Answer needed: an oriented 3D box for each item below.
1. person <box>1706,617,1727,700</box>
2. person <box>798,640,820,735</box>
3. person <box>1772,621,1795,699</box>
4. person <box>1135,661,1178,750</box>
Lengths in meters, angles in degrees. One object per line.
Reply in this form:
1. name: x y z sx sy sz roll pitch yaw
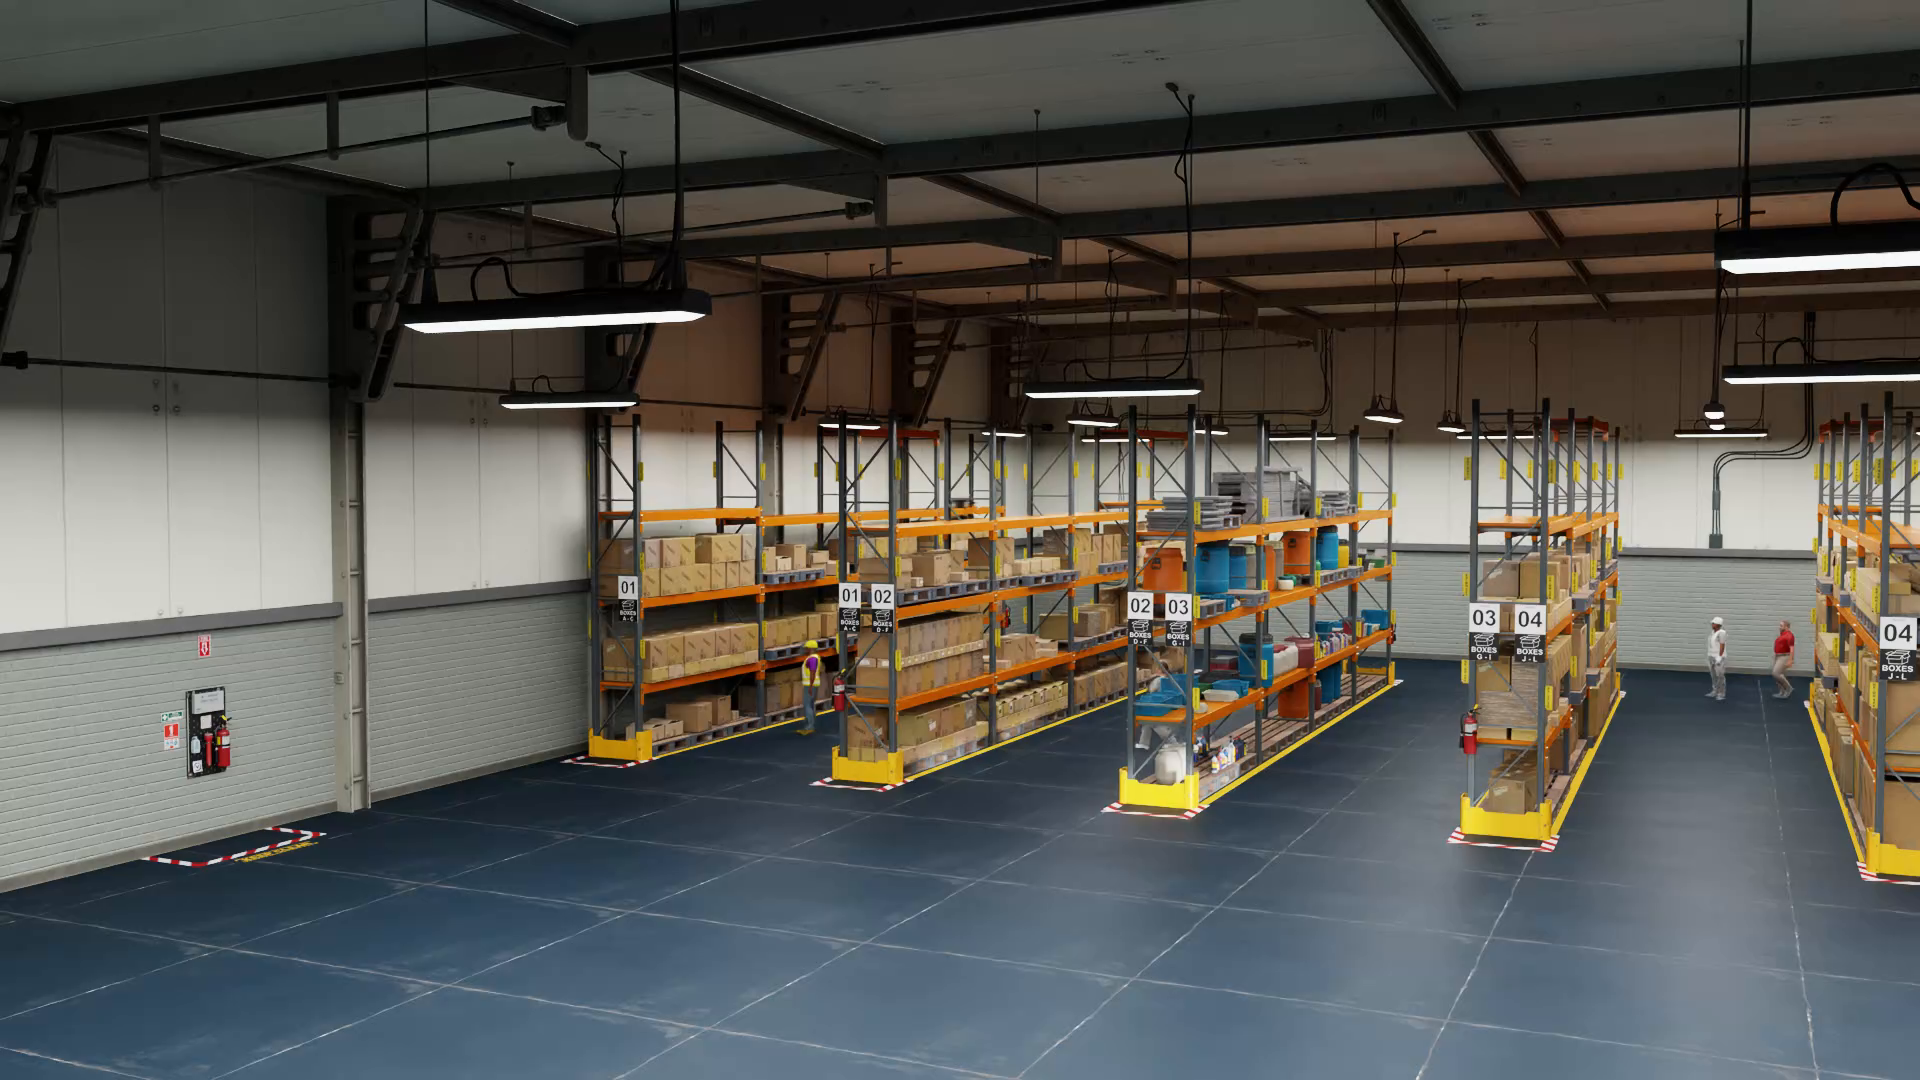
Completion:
1. person: 16.712 2.620 36.728 0.393 1.843 0.557 -1 2 -12
2. person: -2.897 2.831 31.885 0.409 1.813 0.625 0 2 2
3. person: 18.027 2.621 36.510 0.464 1.715 0.613 0 2 1
4. person: 3.498 2.965 29.728 0.817 1.619 0.507 0 2 3
